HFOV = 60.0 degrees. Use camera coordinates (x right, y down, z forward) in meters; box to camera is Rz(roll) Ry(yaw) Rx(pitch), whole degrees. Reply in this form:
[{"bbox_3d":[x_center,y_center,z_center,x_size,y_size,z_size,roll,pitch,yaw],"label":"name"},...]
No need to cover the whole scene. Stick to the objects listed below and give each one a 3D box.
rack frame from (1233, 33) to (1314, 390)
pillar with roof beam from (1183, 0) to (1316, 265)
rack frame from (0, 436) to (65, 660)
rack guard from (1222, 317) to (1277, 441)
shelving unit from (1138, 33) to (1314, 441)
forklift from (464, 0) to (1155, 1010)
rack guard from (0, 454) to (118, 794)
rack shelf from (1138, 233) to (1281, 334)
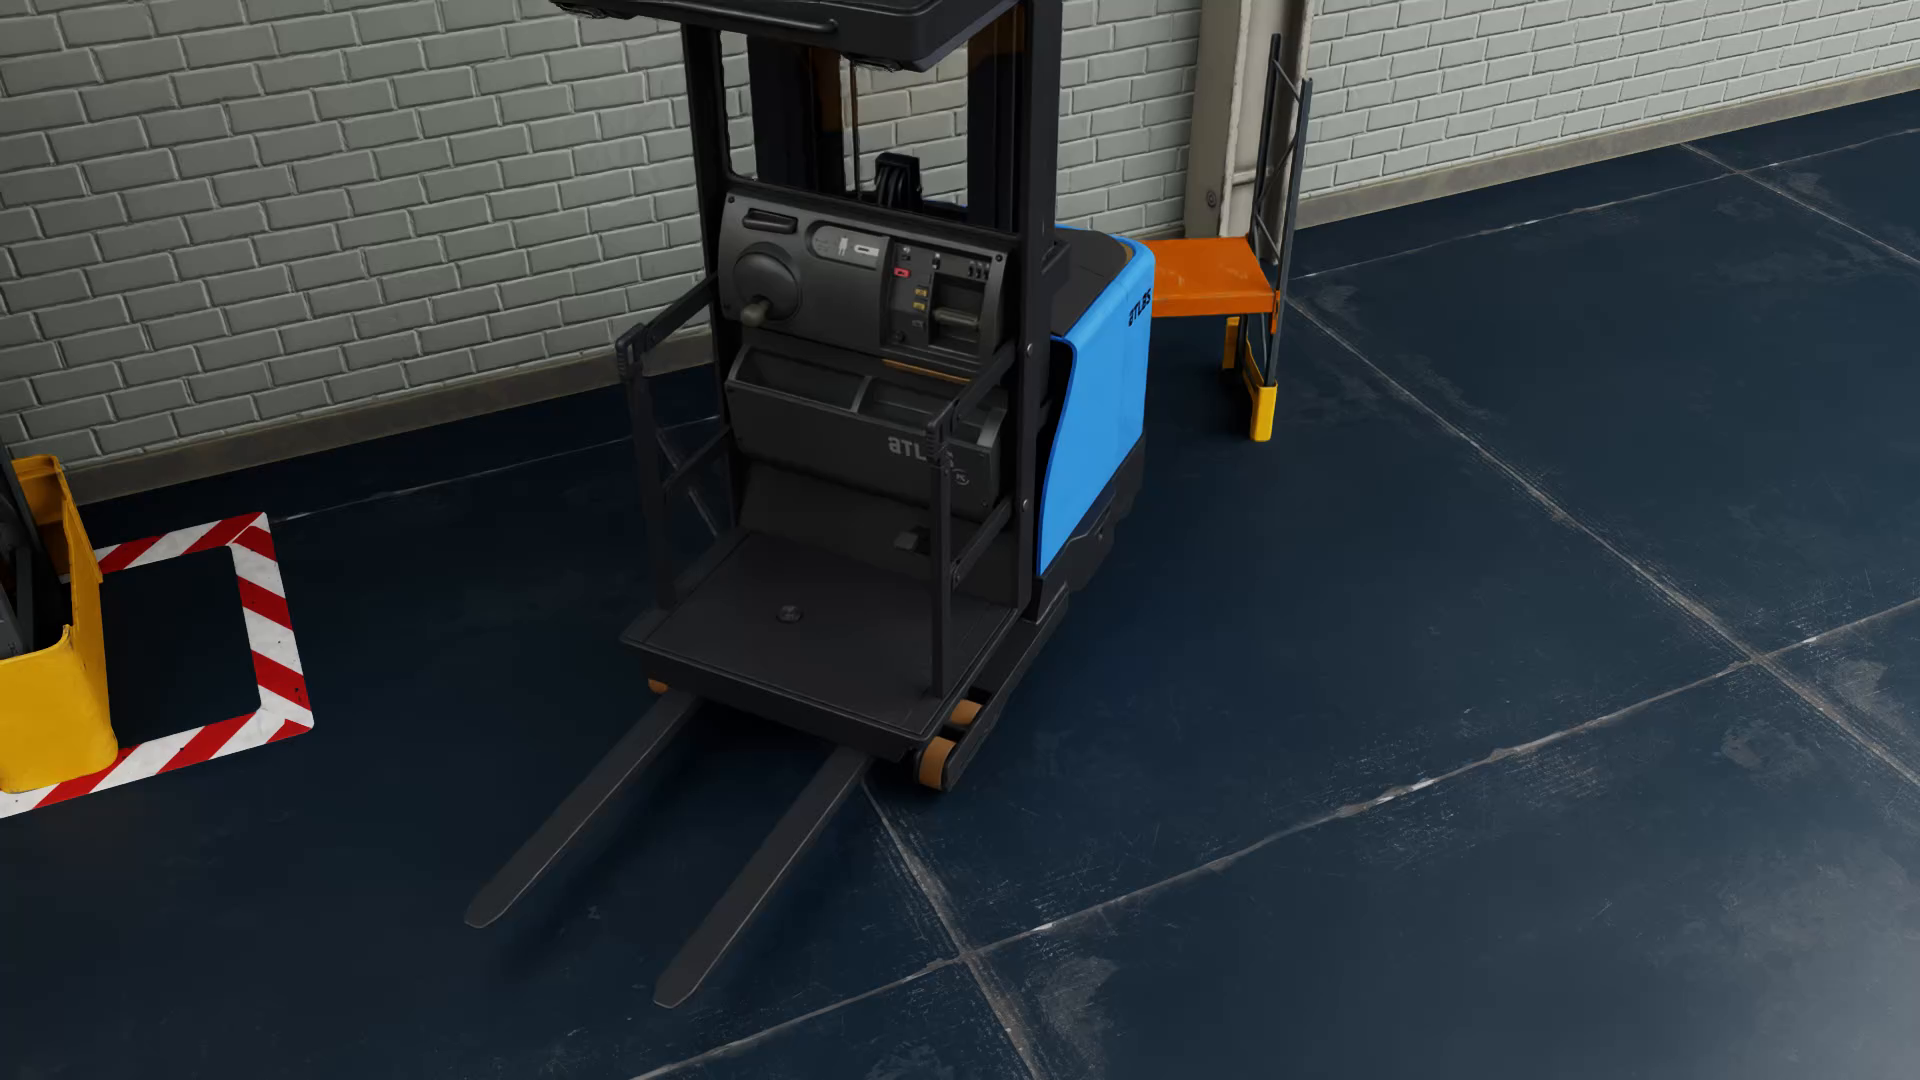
[{"bbox_3d":[1.226,-1.184,6.587,0.032,1.500,0.500,-3,37,-4],"label":"rack frame"},{"bbox_3d":[3.150,-2.669,2.294,0.400,9.000,9.100,-16,39,-20],"label":"pillar with roof beam"},{"bbox_3d":[-3.097,-0.752,4.746,0.127,3.000,1.000,-16,39,-20],"label":"rack frame"},{"bbox_3d":[1.207,-0.681,6.958,0.087,0.250,0.587,-3,37,-4],"label":"rack guard"},{"bbox_3d":[0.711,-1.155,6.549,1.083,1.500,0.587,-3,37,-4],"label":"shelving unit"},{"bbox_3d":[-0.387,-0.695,4.727,1.130,2.935,3.031,16,39,20],"label":"forklift"},{"bbox_3d":[-3.075,0.246,5.499,0.348,0.500,1.175,-16,39,-20],"label":"rack guard"},{"bbox_3d":[0.720,-1.011,6.656,1.000,0.185,0.538,-3,37,-4],"label":"rack shelf"}]
